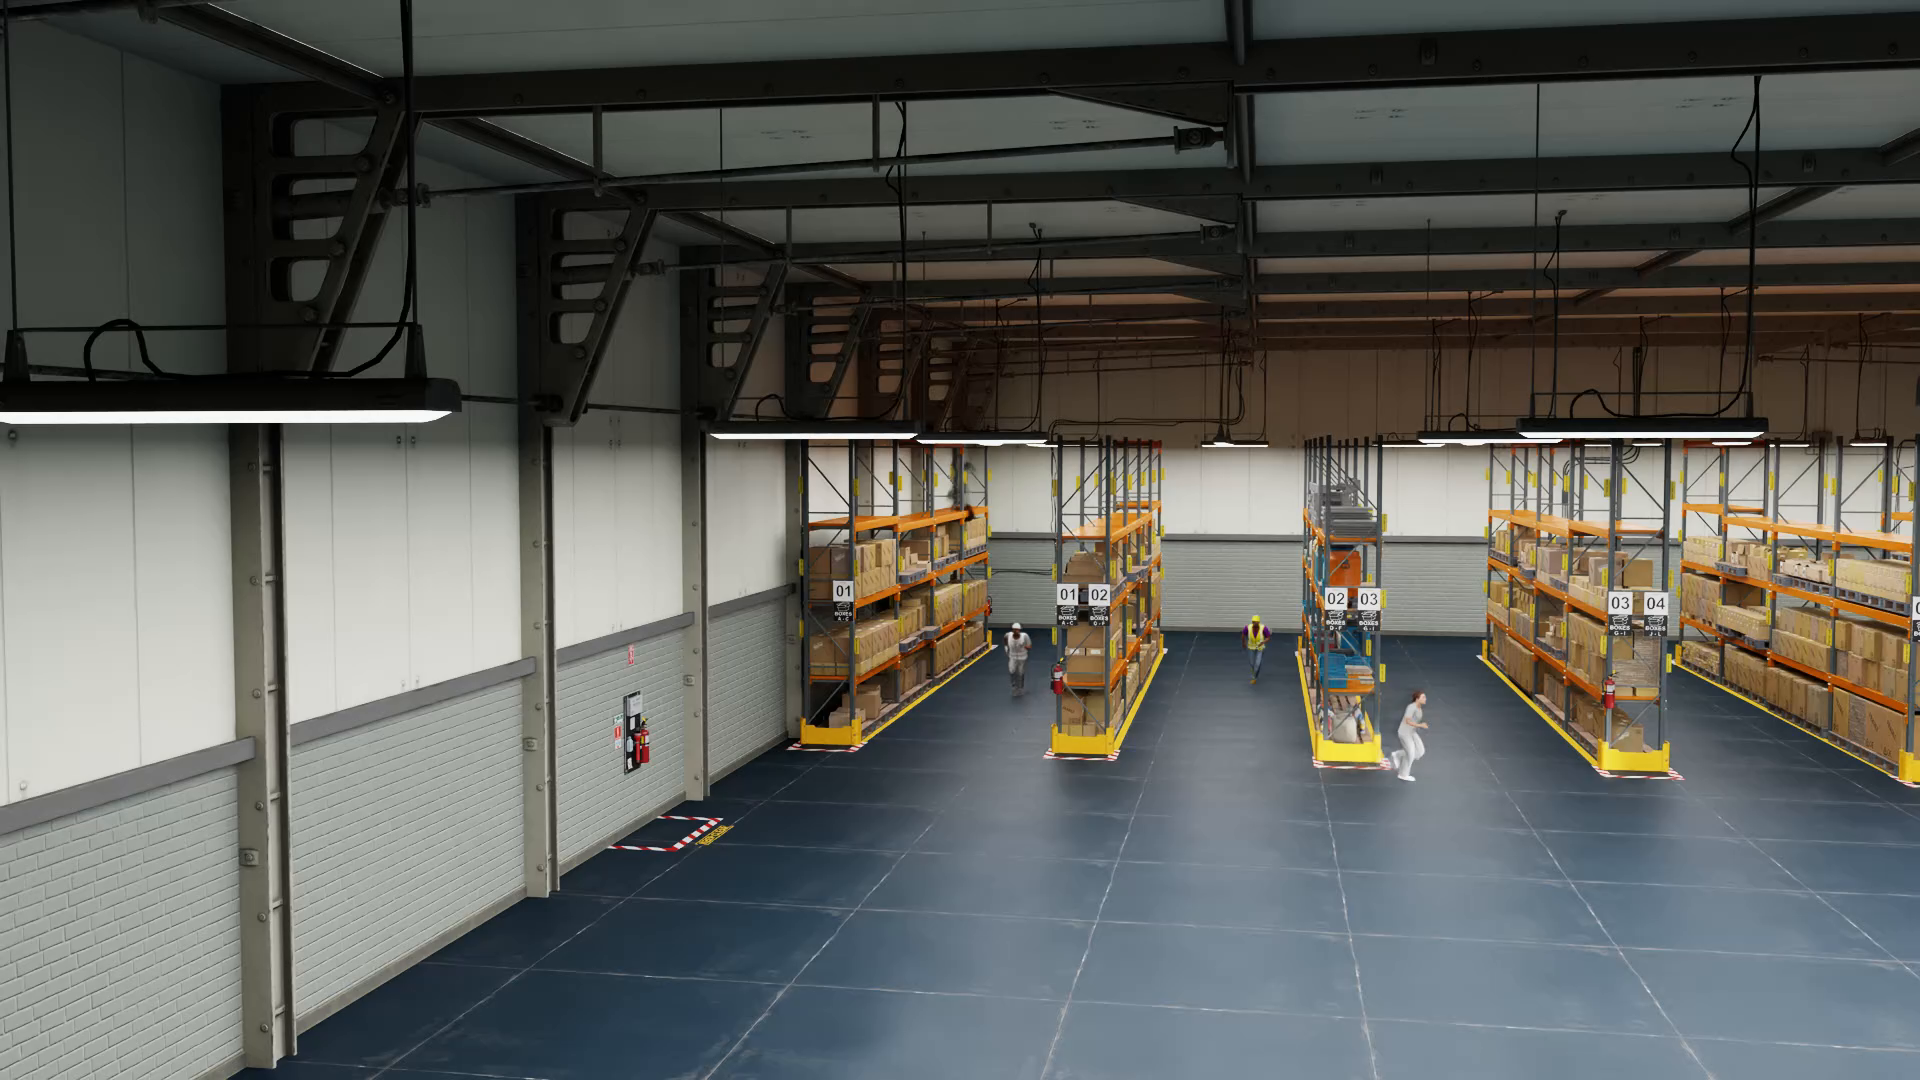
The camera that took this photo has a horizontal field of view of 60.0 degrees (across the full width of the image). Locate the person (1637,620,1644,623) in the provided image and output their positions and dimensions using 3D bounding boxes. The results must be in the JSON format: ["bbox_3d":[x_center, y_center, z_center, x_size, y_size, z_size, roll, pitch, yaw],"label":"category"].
[{"bbox_3d":[18.242,2.395,45.008,0.664,1.797,0.914,1,3,20],"label":"person"}]

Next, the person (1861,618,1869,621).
[{"bbox_3d":[21.127,2.736,38.938,0.660,1.809,0.878,0,3,7],"label":"person"}]

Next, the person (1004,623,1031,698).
[{"bbox_3d":[1.331,2.768,38.486,0.668,1.741,0.938,0,3,6],"label":"person"}]

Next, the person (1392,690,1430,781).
[{"bbox_3d":[7.810,3.381,28.790,0.687,1.594,0.553,3,4,41],"label":"person"}]

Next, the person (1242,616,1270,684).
[{"bbox_3d":[7.265,2.688,40.841,0.690,1.692,0.744,1,3,10],"label":"person"}]
